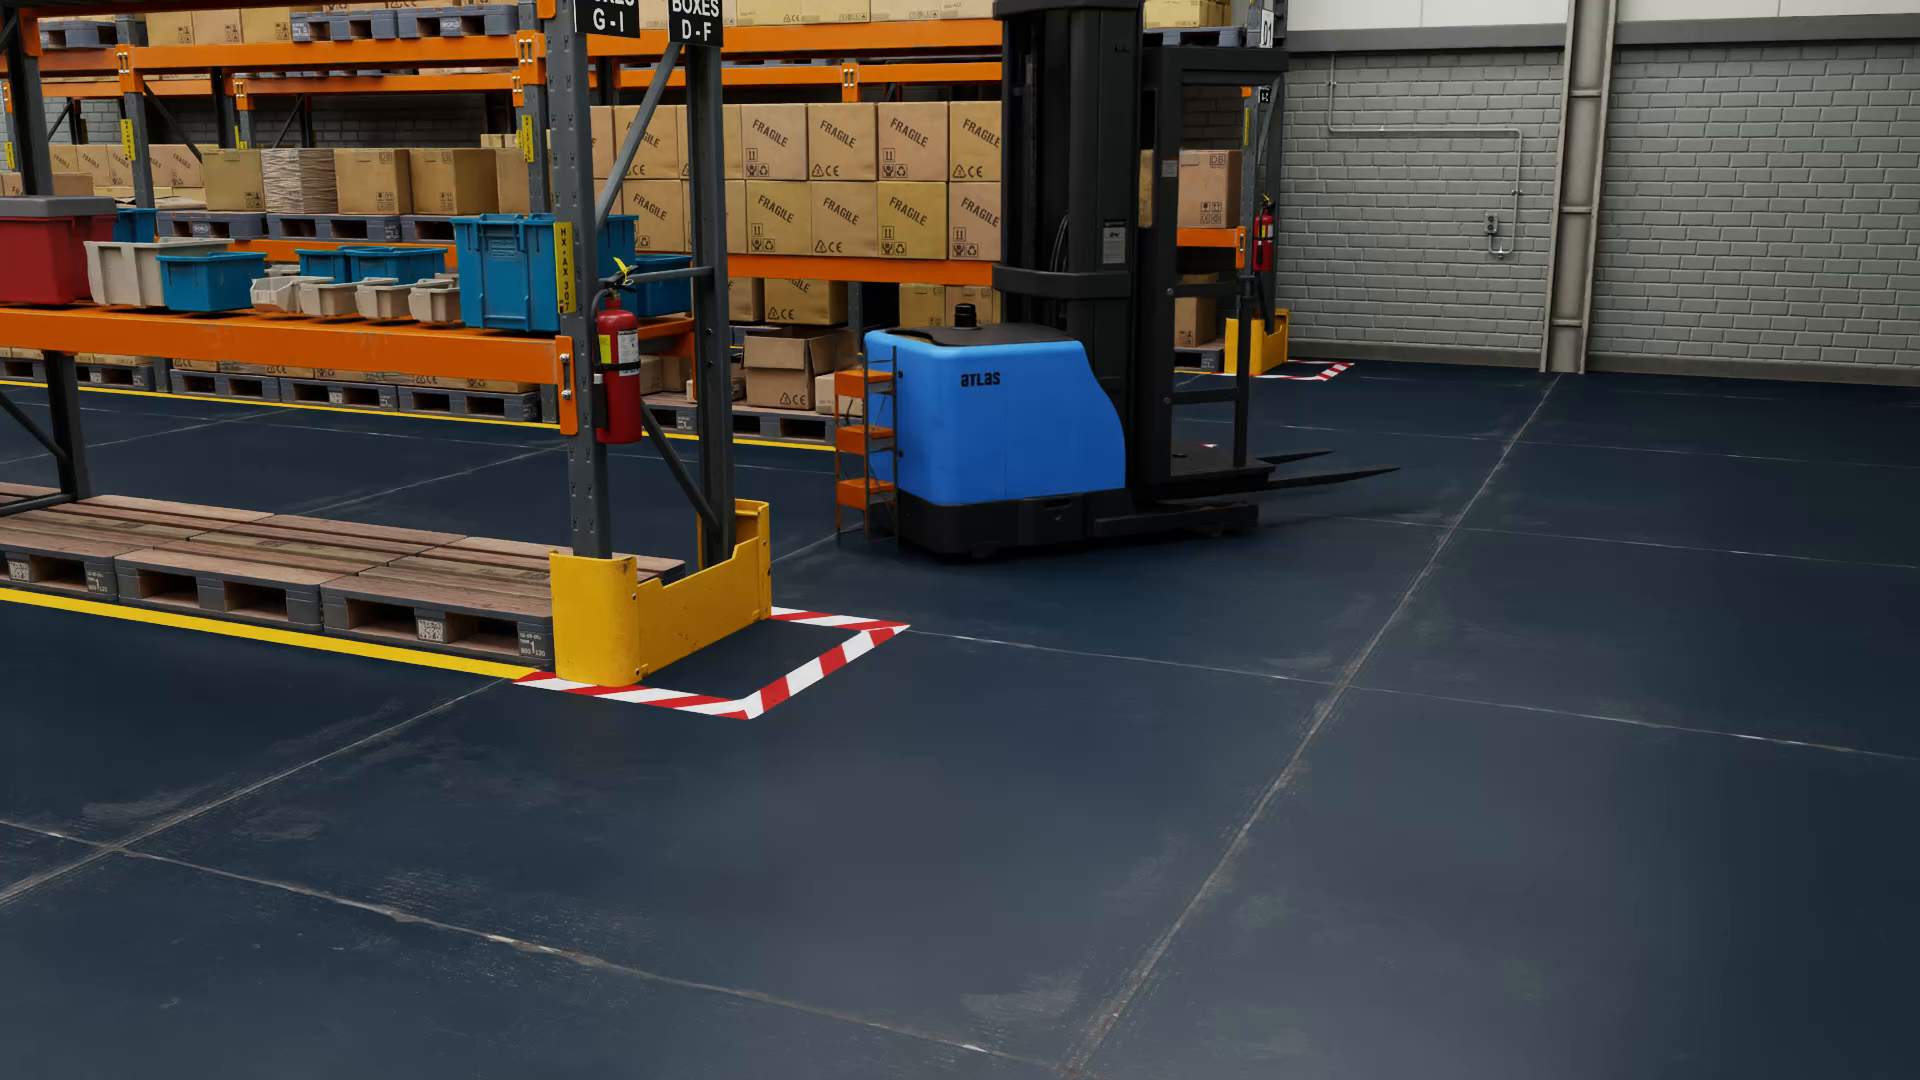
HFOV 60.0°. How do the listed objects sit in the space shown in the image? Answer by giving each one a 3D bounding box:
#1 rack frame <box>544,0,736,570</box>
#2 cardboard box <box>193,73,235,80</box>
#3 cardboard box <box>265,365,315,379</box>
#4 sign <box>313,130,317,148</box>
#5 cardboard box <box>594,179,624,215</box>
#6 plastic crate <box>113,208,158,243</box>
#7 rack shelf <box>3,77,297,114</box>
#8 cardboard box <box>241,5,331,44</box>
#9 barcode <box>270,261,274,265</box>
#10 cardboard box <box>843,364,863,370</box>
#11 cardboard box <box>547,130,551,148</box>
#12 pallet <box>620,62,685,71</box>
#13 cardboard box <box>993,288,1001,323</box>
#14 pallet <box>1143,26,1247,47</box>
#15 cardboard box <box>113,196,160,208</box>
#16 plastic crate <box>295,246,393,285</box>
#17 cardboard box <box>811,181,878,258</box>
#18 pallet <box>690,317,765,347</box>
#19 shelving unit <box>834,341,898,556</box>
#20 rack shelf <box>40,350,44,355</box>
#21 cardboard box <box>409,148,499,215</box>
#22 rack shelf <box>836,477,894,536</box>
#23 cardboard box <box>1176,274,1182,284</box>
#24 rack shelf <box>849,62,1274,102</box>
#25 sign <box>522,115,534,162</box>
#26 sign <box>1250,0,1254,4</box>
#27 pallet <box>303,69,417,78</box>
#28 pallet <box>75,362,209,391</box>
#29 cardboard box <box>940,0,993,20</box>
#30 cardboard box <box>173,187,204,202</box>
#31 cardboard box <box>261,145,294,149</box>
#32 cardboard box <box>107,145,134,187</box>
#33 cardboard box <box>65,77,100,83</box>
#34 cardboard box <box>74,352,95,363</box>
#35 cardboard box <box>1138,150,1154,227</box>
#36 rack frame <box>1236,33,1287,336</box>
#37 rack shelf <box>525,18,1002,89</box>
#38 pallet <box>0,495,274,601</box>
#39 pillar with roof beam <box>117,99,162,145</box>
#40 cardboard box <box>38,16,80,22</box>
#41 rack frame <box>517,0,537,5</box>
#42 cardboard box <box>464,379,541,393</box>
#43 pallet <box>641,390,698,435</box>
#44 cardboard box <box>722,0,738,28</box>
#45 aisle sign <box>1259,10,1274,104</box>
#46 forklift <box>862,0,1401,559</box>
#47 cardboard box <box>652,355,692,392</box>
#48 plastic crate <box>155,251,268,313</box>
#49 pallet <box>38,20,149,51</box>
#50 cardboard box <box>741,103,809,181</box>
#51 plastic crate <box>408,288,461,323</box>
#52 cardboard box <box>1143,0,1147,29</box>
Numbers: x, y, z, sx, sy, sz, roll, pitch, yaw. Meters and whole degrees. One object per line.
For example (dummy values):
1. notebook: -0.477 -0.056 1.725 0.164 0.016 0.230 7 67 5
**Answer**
1. rack frame: -1.231 -1.029 6.575 0.127 3.000 1.000 6 14 23
2. cardboard box: -8.754 -5.723 19.749 0.500 0.500 0.500 6 15 25
3. cardboard box: -5.298 -1.604 13.535 0.500 0.500 0.500 6 14 22
4. sign: -7.969 -4.889 20.489 0.005 0.325 0.100 6 14 23
5. cardboard box: -2.523 -2.378 12.105 0.500 0.500 0.500 6 15 25
6. plastic crate: -4.324 -1.449 8.267 0.575 0.384 0.392 6 14 23
7. rack shelf: -10.019 -5.504 20.654 4.000 0.370 1.077 6 14 23
8. cardboard box: -5.182 -4.184 13.235 0.500 0.500 0.910 6 14 23
9. barcode: -8.587 -3.462 20.751 0.075 0.075 0.001 6 14 23
10. cardboard box: -0.518 -1.141 12.108 0.500 0.250 0.500 6 14 23
11. cardboard box: -4.196 -4.309 17.995 0.500 0.250 0.500 6 15 25
12. pallet: -2.899 -5.056 17.582 1.213 0.211 1.003 7 15 26
13. cardboard box: 0.693 -2.270 16.417 0.500 0.500 0.700 6 15 25
14. pallet: 2.099 -4.582 15.344 1.213 0.211 1.003 6 14 23
15. cardboard box: -7.275 -2.884 14.673 0.500 0.311 0.500 6 14 23
16. plastic crate: -2.802 -1.218 7.615 0.300 0.233 0.416 6 14 23
17. cardboard box: -0.671 -2.191 11.309 0.500 0.500 0.500 6 14 24
18. pallet: -2.731 -2.279 18.006 1.213 0.211 1.003 6 14 23
19. shelving unit: -0.476 -0.465 8.437 0.215 1.050 0.252 -12 17 -40
20. rack shelf: -6.717 -1.234 9.023 4.000 0.370 1.077 6 14 23
21. cardboard box: -3.876 -2.828 13.101 0.500 0.500 0.700 8 16 32
22. rack shelf: -0.476 -0.184 8.503 0.215 0.259 0.240 -12 17 -40
23. cardboard box: 1.910 -2.420 15.633 0.250 0.149 0.380 6 14 23
24. rack shelf: 0.953 -4.394 15.922 4.000 0.370 1.077 6 14 23
25. sign: -3.100 -2.881 11.932 0.005 0.325 0.100 6 14 23
26. sign: 2.549 -4.839 14.481 0.005 0.325 0.100 6 14 23
27. pallet: -6.719 -5.403 19.060 1.003 0.211 1.213 6 14 23
28. pallet: -7.273 -1.531 14.815 1.213 0.211 1.003 6 14 23
29. cardboard box: 0.202 -3.443 10.625 0.500 0.250 0.500 6 14 23
30. cardboard box: -9.198 -4.174 20.261 0.500 0.250 0.500 6 14 23
31. cardboard box: -8.535 -4.598 20.426 0.500 0.500 0.500 5 14 22
32. cardboard box: -10.138 -4.632 20.570 0.500 0.500 0.500 6 15 25
33. cardboard box: -10.690 -5.910 20.547 0.500 0.500 0.500 7 15 26
34. cardboard box: -7.588 -1.714 14.594 0.500 0.250 0.500 6 14 23
35. cardboard box: 1.641 -3.355 15.829 0.700 0.700 0.980 6 14 23
36. rack frame: 2.781 -3.099 15.394 0.127 3.000 1.000 6 14 23
37. rack shelf: -1.050 -3.359 11.511 4.000 0.370 1.077 6 14 23
38. pallet: -4.200 0.018 8.216 1.213 0.211 1.003 6 14 23
39. pillar with roof beam: -12.601 -6.716 17.680 0.400 9.000 9.100 6 14 23
40. cardboard box: -7.460 -4.470 14.083 0.500 0.250 0.500 6 15 25
41. rack frame: -2.879 -5.354 11.875 0.127 3.000 1.000 6 14 23
42. cardboard box: -3.446 -1.417 12.735 0.500 0.500 0.500 6 14 23
43. pallet: -2.251 -1.012 12.607 1.213 0.211 1.003 6 14 23
44. cardboard box: -1.622 -3.631 11.423 0.500 0.250 0.500 6 14 23
45. aisle sign: 2.726 -4.295 14.801 0.004 0.787 0.394 6 14 23
46. forklift: 1.031 -1.542 8.909 3.031 2.935 1.130 -6 15 -25
47. cardboard box: -2.243 -1.437 12.823 0.500 0.500 0.500 6 14 23
48. plastic crate: -3.213 -1.113 7.169 0.300 0.233 0.416 6 14 23
49. pallet: -7.193 -4.216 14.004 1.003 0.211 1.213 7 15 26
50. cardboard box: -1.148 -2.724 11.389 0.500 0.500 0.500 6 15 25
51. plastic crate: -2.050 -0.968 6.759 0.243 0.136 0.396 6 14 23
52. cardboard box: 1.528 -4.799 15.265 0.500 0.250 0.500 5 14 21
